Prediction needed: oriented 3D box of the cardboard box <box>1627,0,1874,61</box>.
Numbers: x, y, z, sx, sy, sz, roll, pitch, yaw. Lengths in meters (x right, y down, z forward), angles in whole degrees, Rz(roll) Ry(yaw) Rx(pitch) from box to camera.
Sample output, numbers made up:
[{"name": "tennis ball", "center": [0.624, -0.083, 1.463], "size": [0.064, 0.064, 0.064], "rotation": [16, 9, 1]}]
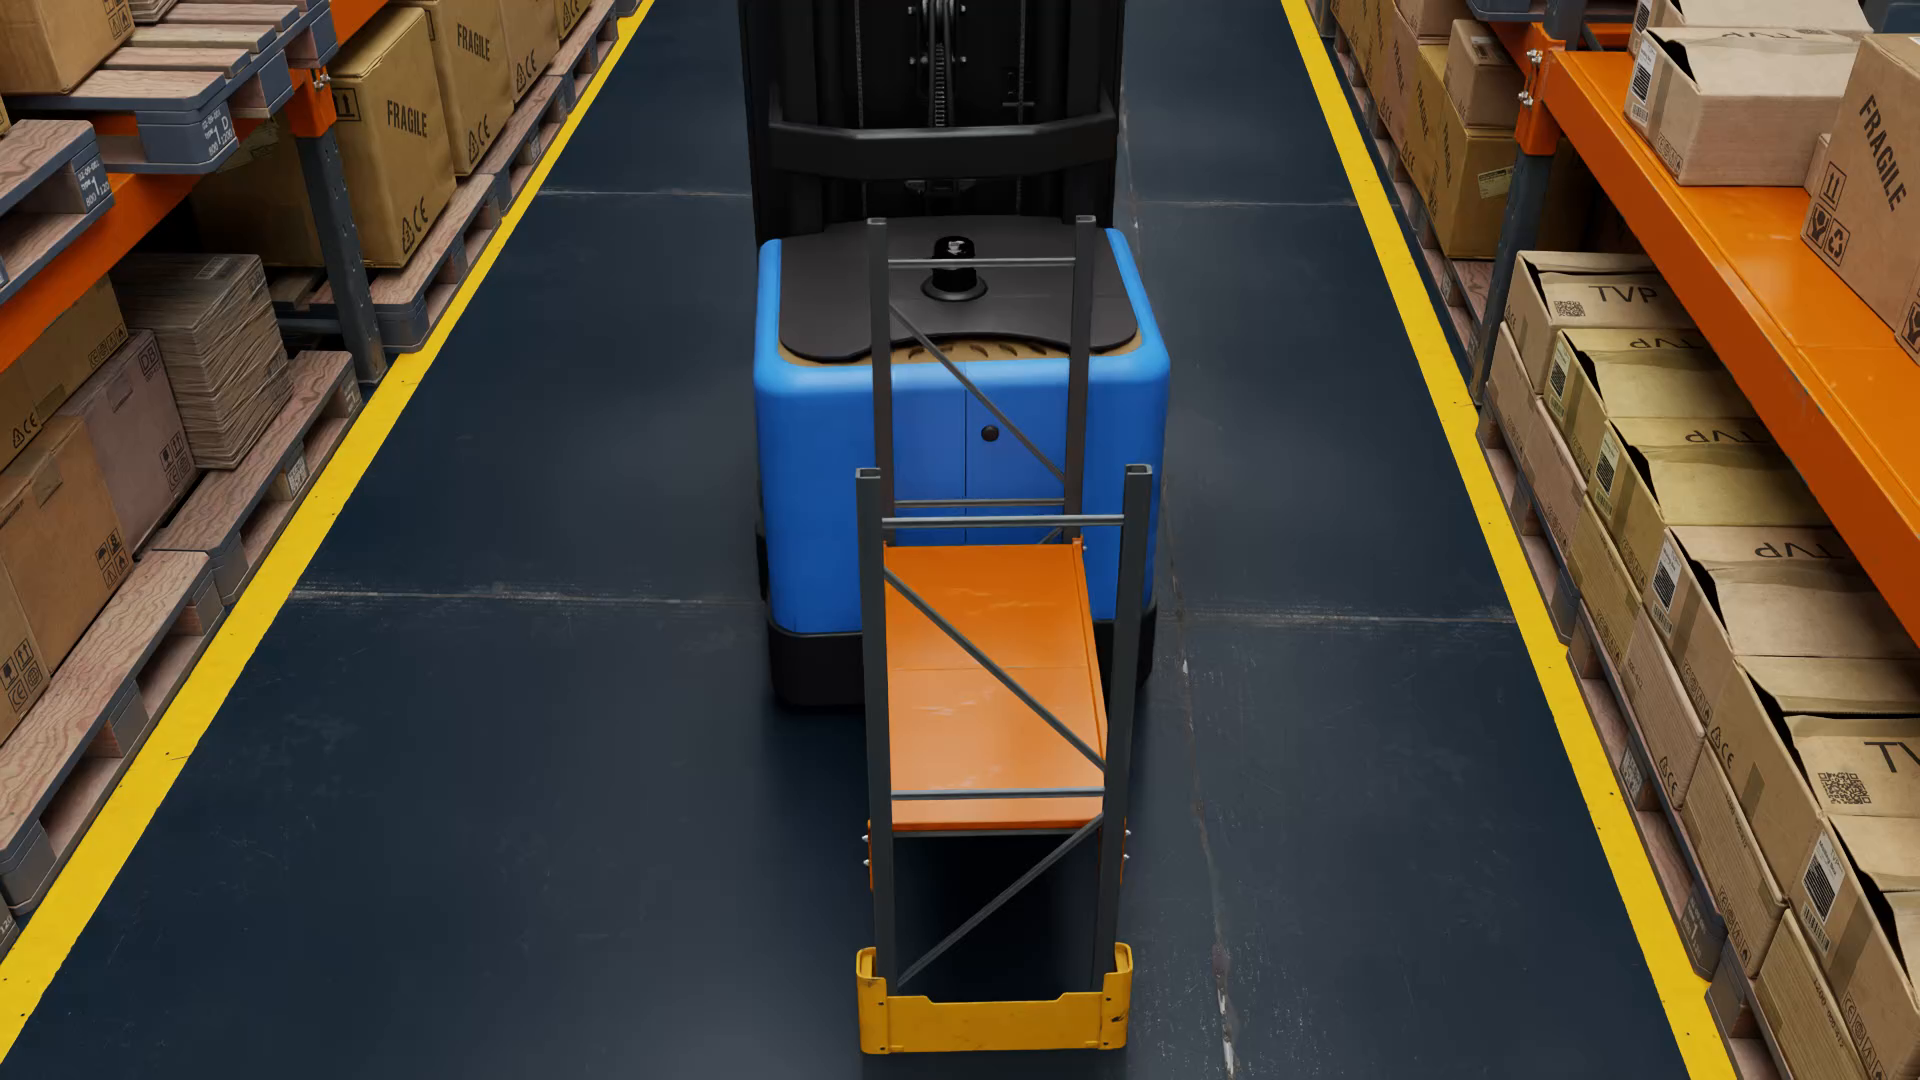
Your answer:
[{"name": "cardboard box", "center": [2.277, -1.476, 4.818], "size": [0.500, 0.311, 0.500], "rotation": [3, 35, 5]}]

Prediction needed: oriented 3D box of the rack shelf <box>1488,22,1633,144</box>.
[{"name": "rack shelf", "center": [2.416, -2.575, 6.931], "size": [1.077, 0.370, 4.000], "rotation": [1, 35, 2]}]

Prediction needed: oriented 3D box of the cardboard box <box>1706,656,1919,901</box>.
[{"name": "cardboard box", "center": [1.942, 0.477, 3.501], "size": [0.500, 0.311, 0.500], "rotation": [1, 35, 2]}]

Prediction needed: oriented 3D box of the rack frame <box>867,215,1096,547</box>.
[{"name": "rack frame", "center": [0.047, -0.088, 4.070], "size": [0.500, 1.500, 0.032], "rotation": [-1, 35, -1]}]

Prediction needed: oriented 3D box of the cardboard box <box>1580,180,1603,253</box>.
[{"name": "cardboard box", "center": [2.655, -1.433, 6.472], "size": [0.500, 0.500, 0.500], "rotation": [0, 35, 0]}]

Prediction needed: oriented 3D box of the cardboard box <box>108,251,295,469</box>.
[{"name": "cardboard box", "center": [-2.591, -0.575, 5.250], "size": [0.700, 0.500, 0.500], "rotation": [2, 35, 3]}]

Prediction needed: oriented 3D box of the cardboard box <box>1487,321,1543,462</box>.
[{"name": "cardboard box", "center": [2.021, -0.473, 5.340], "size": [0.500, 0.250, 0.500], "rotation": [1, 35, 2]}]

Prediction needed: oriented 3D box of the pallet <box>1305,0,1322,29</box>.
[{"name": "pallet", "center": [2.525, -3.272, 9.722], "size": [1.003, 0.211, 1.213], "rotation": [1, 35, 2]}]

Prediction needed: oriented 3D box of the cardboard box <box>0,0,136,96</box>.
[{"name": "cardboard box", "center": [-2.618, -1.461, 4.251], "size": [0.700, 0.500, 0.500], "rotation": [-2, 35, -3]}]

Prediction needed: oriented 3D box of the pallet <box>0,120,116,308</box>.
[{"name": "pallet", "center": [-2.653, -0.616, 3.684], "size": [1.003, 0.211, 1.213], "rotation": [1, 35, 2]}]

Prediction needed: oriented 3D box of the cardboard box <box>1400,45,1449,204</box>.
[{"name": "cardboard box", "center": [2.160, -1.717, 6.876], "size": [0.500, 0.500, 0.500], "rotation": [0, 35, 0]}]

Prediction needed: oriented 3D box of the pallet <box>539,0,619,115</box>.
[{"name": "pallet", "center": [-2.409, -2.545, 8.687], "size": [1.003, 0.211, 1.213], "rotation": [1, 35, 2]}]

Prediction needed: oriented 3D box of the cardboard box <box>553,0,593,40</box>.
[{"name": "cardboard box", "center": [-2.350, -3.046, 8.480], "size": [0.750, 0.750, 0.750], "rotation": [2, 35, 2]}]

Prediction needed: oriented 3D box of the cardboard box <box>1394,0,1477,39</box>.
[{"name": "cardboard box", "center": [2.174, -2.347, 7.120], "size": [0.500, 0.250, 0.500], "rotation": [1, 35, 1]}]

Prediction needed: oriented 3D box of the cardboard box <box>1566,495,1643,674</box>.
[{"name": "cardboard box", "center": [1.987, 0.115, 4.504], "size": [0.500, 0.250, 0.500], "rotation": [0, 35, 1]}]

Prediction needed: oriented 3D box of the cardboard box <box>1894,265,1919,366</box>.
[{"name": "cardboard box", "center": [2.263, -0.494, 3.257], "size": [0.500, 0.500, 0.500], "rotation": [1, 35, 2]}]

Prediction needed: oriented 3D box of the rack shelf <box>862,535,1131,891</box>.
[{"name": "rack shelf", "center": [0.061, 0.352, 3.758], "size": [0.538, 0.185, 1.000], "rotation": [-1, 35, -1]}]

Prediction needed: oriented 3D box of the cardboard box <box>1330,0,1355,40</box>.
[{"name": "cardboard box", "center": [2.233, -2.903, 8.564], "size": [0.500, 0.500, 0.500], "rotation": [0, 35, 0]}]

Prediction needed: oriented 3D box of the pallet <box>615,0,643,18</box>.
[{"name": "pallet", "center": [-2.345, -3.425, 9.939], "size": [1.003, 0.211, 1.213], "rotation": [1, 35, 2]}]

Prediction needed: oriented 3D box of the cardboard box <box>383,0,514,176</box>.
[{"name": "cardboard box", "center": [-2.412, -2.047, 7.059], "size": [0.750, 0.750, 0.750], "rotation": [1, 35, 2]}]

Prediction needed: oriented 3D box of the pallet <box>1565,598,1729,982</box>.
[{"name": "pallet", "center": [2.212, 0.592, 4.224], "size": [1.003, 0.211, 1.213], "rotation": [1, 35, 2]}]

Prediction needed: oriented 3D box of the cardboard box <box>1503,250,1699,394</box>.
[{"name": "cardboard box", "center": [2.021, -0.702, 5.179], "size": [0.500, 0.311, 0.500], "rotation": [2, 35, 3]}]

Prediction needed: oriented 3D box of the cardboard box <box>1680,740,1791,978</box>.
[{"name": "cardboard box", "center": [1.944, 0.702, 3.669], "size": [0.500, 0.250, 0.500], "rotation": [2, 35, 3]}]

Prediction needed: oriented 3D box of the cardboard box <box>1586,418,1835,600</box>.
[{"name": "cardboard box", "center": [1.986, -0.107, 4.332], "size": [0.500, 0.311, 0.500], "rotation": [0, 35, 1]}]

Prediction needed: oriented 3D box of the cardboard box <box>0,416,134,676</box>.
[{"name": "cardboard box", "center": [-2.720, 0.005, 4.426], "size": [0.700, 0.500, 0.500], "rotation": [1, 35, 2]}]

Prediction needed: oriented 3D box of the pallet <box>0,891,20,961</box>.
[{"name": "pallet", "center": [-2.745, 1.159, 3.417], "size": [1.003, 0.211, 1.213], "rotation": [1, 35, 2]}]

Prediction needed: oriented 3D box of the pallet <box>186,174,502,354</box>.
[{"name": "pallet", "center": [-2.507, -1.143, 6.692], "size": [1.003, 0.211, 1.213], "rotation": [1, 35, 2]}]

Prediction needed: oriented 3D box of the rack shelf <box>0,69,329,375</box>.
[{"name": "rack shelf", "center": [-2.695, -0.389, 3.820], "size": [1.077, 0.370, 4.000], "rotation": [1, 35, 2]}]

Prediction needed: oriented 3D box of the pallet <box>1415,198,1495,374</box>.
[{"name": "pallet", "center": [2.403, -1.007, 6.500], "size": [1.003, 0.211, 1.213], "rotation": [1, 35, 2]}]

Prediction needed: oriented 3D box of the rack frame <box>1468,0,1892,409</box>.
[{"name": "rack frame", "center": [2.336, -1.720, 5.089], "size": [1.000, 3.000, 0.127], "rotation": [1, 35, 2]}]

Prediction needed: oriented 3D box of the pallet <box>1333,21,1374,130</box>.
[{"name": "pallet", "center": [2.501, -2.409, 8.494], "size": [1.003, 0.211, 1.213], "rotation": [1, 35, 2]}]

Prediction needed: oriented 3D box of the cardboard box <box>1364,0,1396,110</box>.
[{"name": "cardboard box", "center": [2.195, -2.310, 7.719], "size": [0.500, 0.500, 0.500], "rotation": [2, 35, 2]}]

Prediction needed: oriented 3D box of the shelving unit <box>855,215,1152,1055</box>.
[{"name": "shelving unit", "center": [0.060, 0.199, 3.662], "size": [0.587, 1.500, 1.083], "rotation": [-1, 35, -1]}]

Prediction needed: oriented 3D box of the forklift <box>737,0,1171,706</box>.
[{"name": "forklift", "center": [-0.099, -1.578, 4.947], "size": [1.130, 2.935, 3.031], "rotation": [-3, 35, -4]}]

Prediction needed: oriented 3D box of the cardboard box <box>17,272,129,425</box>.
[{"name": "cardboard box", "center": [-2.677, -0.556, 4.571], "size": [0.500, 0.250, 0.500], "rotation": [2, 35, 3]}]

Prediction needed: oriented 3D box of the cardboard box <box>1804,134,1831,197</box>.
[{"name": "cardboard box", "center": [2.341, -0.883, 4.117], "size": [0.380, 0.149, 0.250], "rotation": [4, 35, 5]}]
